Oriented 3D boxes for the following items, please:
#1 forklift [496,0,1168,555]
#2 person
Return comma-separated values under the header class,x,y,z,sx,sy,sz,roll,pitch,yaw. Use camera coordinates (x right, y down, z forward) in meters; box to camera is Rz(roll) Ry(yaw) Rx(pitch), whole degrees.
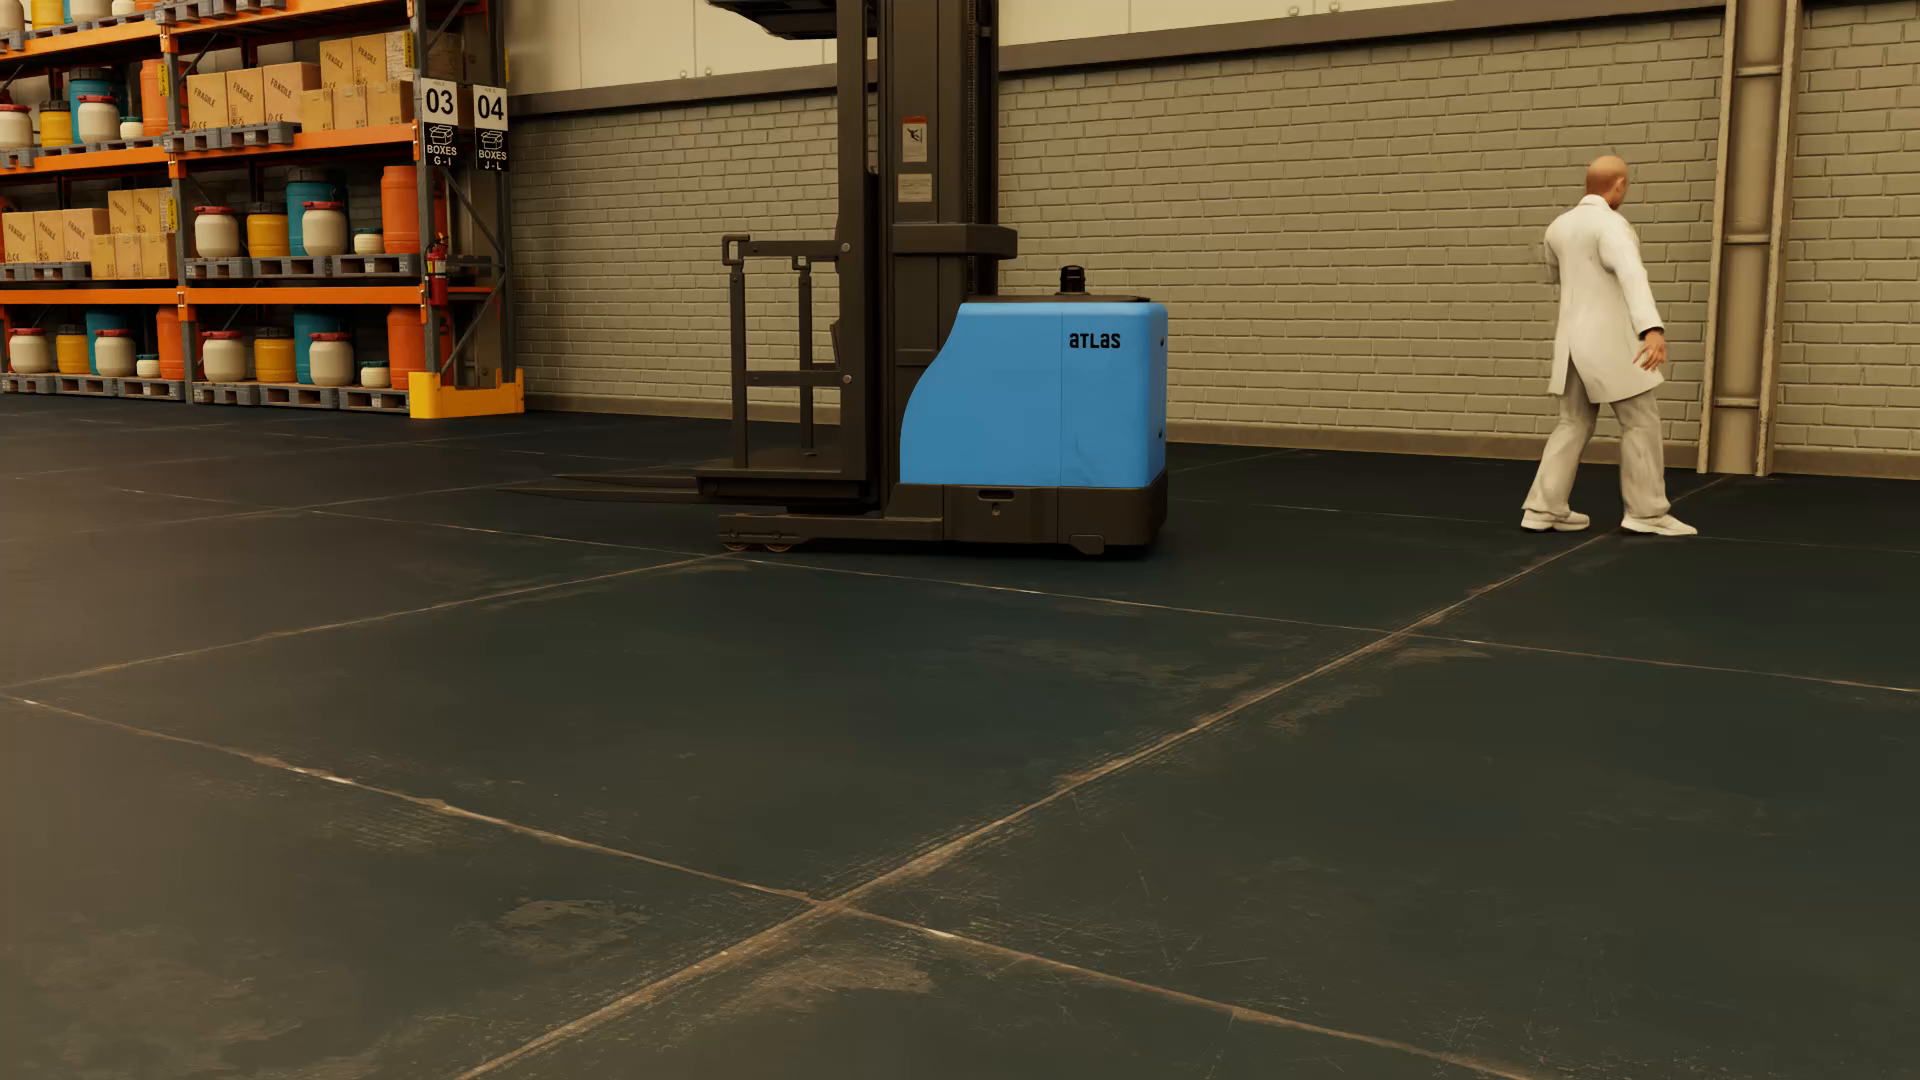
class,x,y,z,sx,sy,sz,roll,pitch,yaw
forklift,-0.596,-1.469,7.520,3.031,2.935,1.130,2,8,12
person,3.067,-0.887,7.741,0.788,1.773,1.044,-2,8,-14
